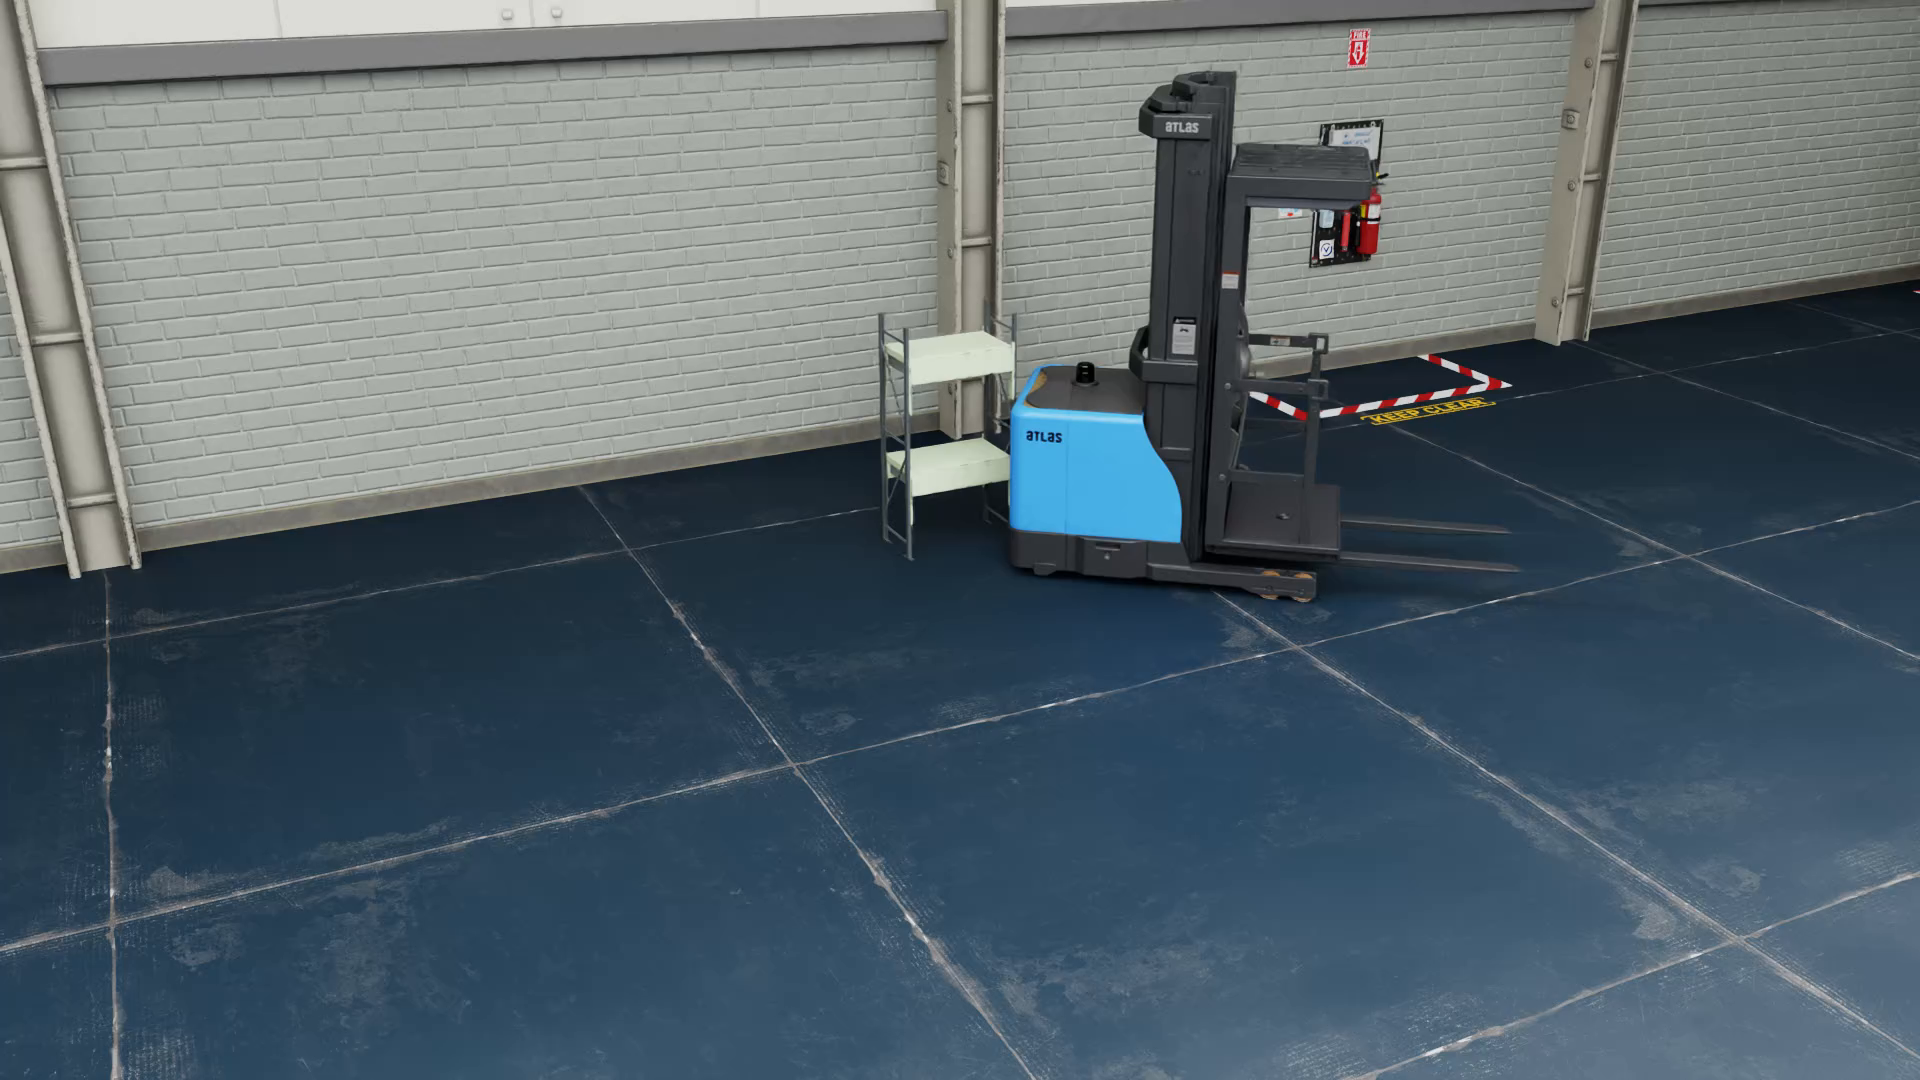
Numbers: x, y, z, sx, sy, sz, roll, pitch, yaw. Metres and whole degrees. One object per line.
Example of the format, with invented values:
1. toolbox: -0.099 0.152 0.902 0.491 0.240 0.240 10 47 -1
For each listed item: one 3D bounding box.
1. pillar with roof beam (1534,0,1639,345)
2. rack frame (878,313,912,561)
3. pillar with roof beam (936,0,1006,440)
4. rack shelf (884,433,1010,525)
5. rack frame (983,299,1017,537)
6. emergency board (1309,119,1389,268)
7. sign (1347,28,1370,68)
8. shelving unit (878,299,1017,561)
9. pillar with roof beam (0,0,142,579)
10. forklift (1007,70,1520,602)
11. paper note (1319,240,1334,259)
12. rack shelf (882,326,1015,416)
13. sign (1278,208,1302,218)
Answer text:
1. pillar with roof beam: 7.349 -4.513 9.886 0.400 9.000 9.100 -10 25 -24
2. rack frame: -0.402 -0.632 10.316 0.023 1.500 0.400 -11 25 -24
3. pillar with roof beam: 1.942 -3.517 7.482 0.400 9.000 9.100 -10 25 -24
4. rack shelf: -0.075 -0.394 10.592 0.720 0.370 0.431 -11 25 -24
5. rack frame: 0.252 -0.758 10.619 0.023 1.500 0.400 -11 25 -24
6. emergency board: 3.238 -2.828 13.659 0.643 1.169 0.194 -10 25 -24
7. sign: 3.188 -3.932 13.296 0.199 0.298 0.001 -10 25 -24
8. shelving unit: -0.075 -0.695 10.468 0.755 1.500 0.431 -11 25 -24
9. pillar with roof beam: -3.464 -2.522 5.077 0.400 9.000 9.100 -10 25 -24
10. forklift: 1.858 -1.208 9.837 3.031 2.935 1.130 4 23 11
11. paper note: 3.049 -2.415 13.814 0.142 0.148 0.016 -10 25 -24
12. rack shelf: -0.075 -1.055 10.318 0.720 0.370 0.431 -11 25 -24
13. sign: 2.695 -2.788 13.517 0.234 0.329 0.001 -10 25 -24
